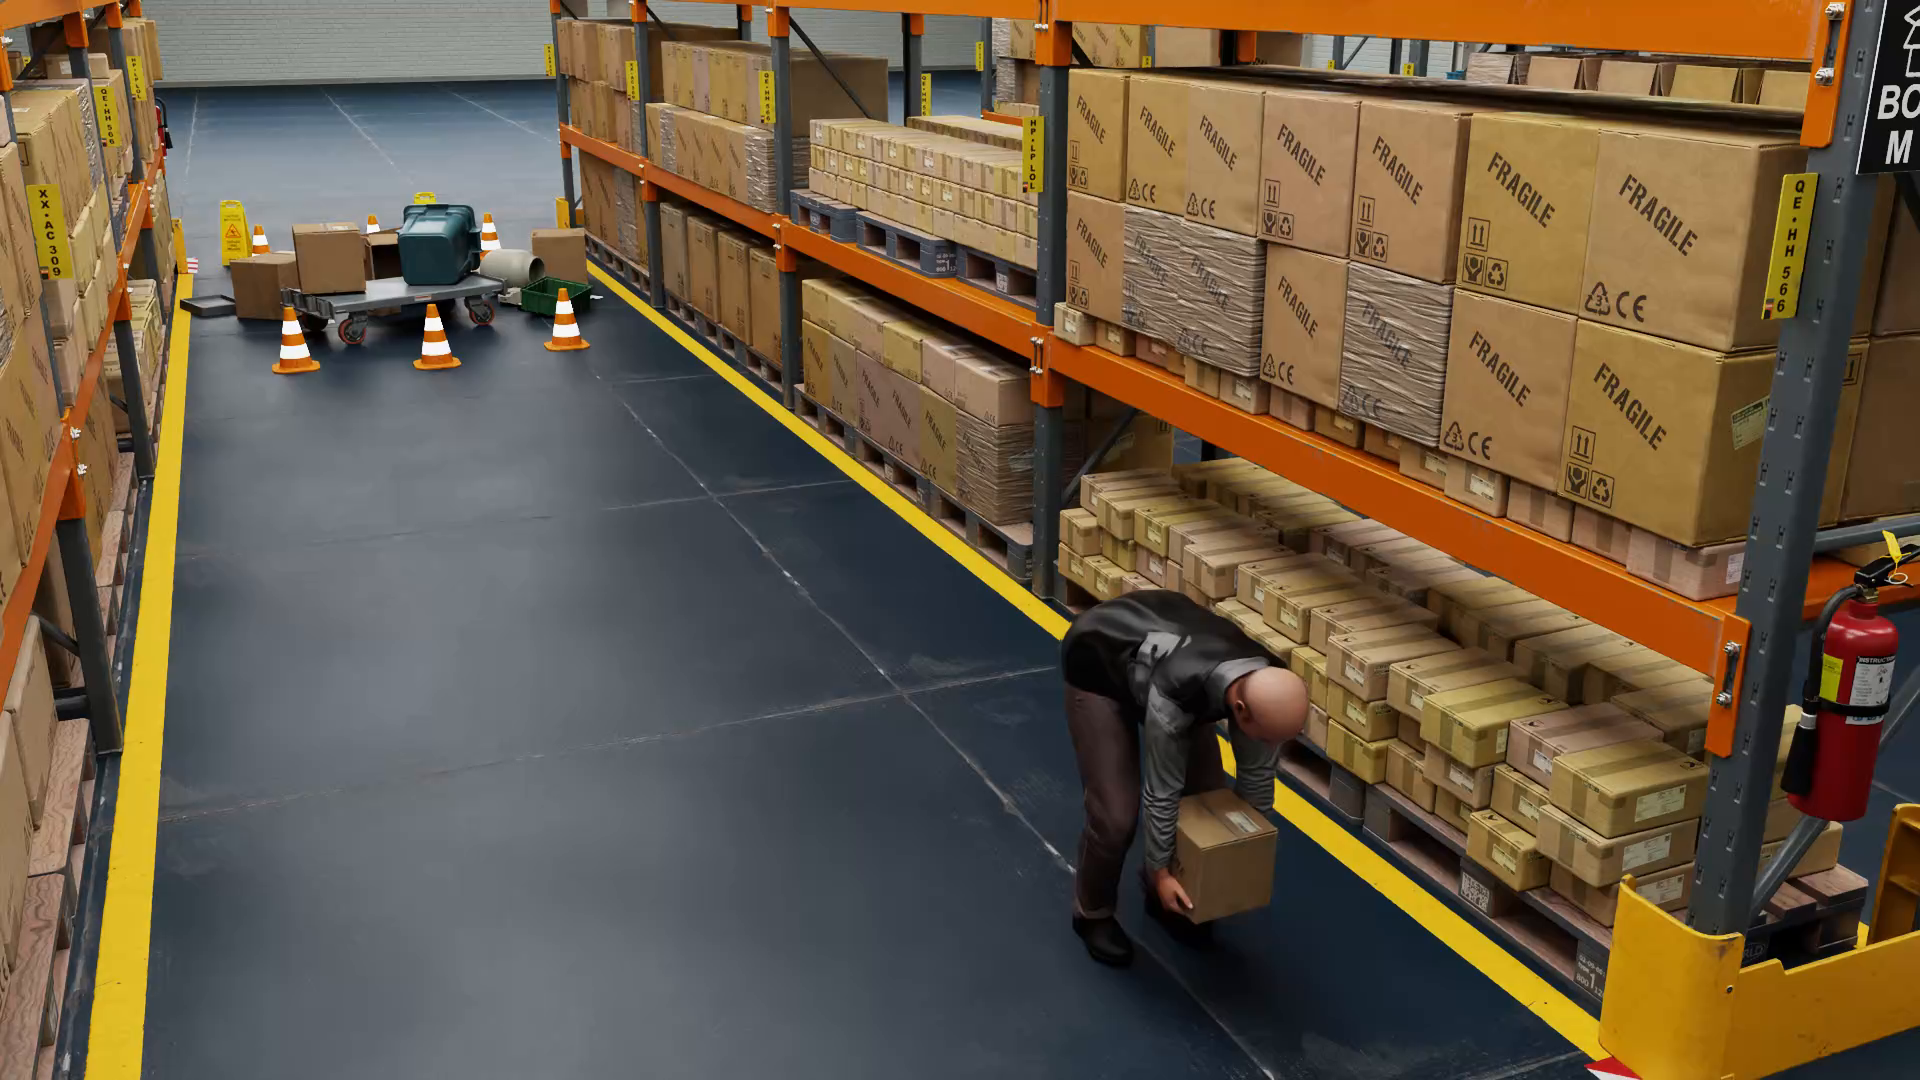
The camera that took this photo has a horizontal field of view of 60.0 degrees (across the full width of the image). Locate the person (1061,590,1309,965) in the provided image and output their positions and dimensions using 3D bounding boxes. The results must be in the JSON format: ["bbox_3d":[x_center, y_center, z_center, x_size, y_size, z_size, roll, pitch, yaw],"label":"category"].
[{"bbox_3d":[0.652,0.744,4.807,0.462,1.144,0.954,-9,21,-25],"label":"person"}]
